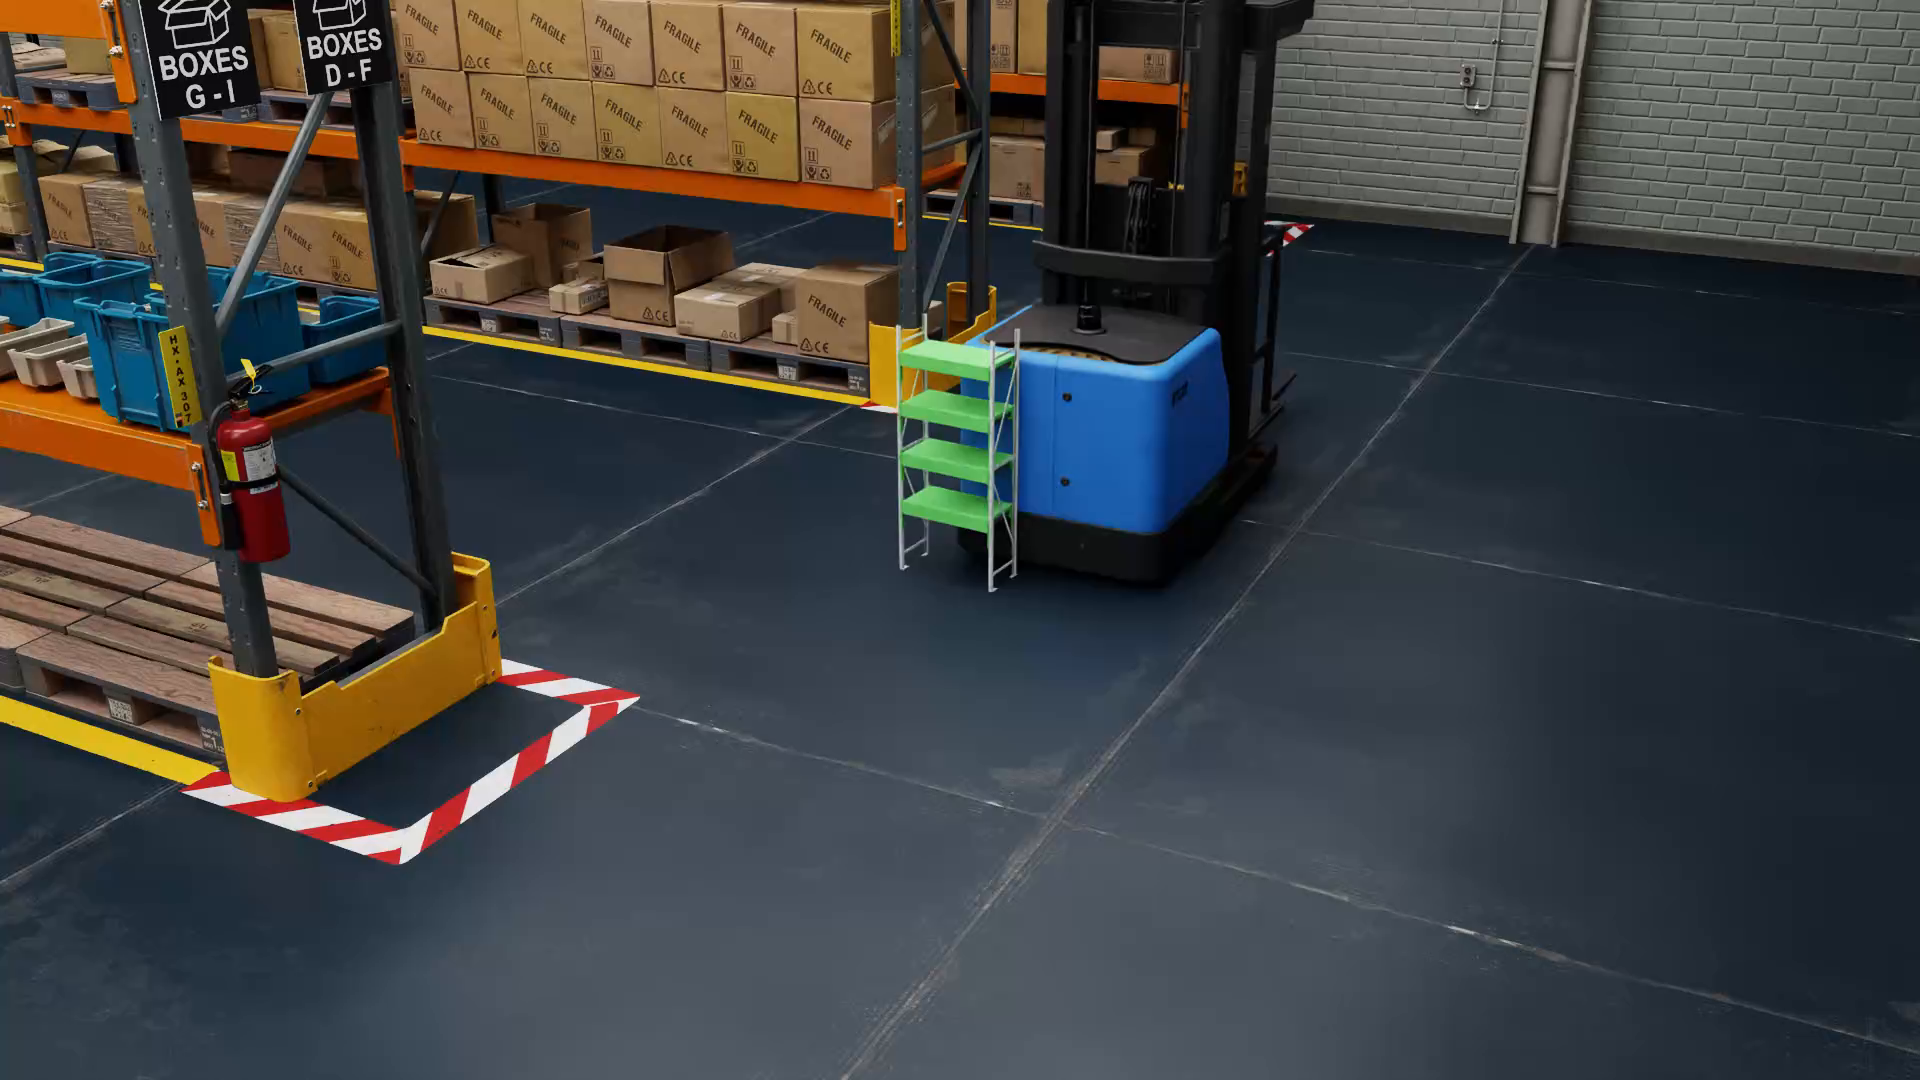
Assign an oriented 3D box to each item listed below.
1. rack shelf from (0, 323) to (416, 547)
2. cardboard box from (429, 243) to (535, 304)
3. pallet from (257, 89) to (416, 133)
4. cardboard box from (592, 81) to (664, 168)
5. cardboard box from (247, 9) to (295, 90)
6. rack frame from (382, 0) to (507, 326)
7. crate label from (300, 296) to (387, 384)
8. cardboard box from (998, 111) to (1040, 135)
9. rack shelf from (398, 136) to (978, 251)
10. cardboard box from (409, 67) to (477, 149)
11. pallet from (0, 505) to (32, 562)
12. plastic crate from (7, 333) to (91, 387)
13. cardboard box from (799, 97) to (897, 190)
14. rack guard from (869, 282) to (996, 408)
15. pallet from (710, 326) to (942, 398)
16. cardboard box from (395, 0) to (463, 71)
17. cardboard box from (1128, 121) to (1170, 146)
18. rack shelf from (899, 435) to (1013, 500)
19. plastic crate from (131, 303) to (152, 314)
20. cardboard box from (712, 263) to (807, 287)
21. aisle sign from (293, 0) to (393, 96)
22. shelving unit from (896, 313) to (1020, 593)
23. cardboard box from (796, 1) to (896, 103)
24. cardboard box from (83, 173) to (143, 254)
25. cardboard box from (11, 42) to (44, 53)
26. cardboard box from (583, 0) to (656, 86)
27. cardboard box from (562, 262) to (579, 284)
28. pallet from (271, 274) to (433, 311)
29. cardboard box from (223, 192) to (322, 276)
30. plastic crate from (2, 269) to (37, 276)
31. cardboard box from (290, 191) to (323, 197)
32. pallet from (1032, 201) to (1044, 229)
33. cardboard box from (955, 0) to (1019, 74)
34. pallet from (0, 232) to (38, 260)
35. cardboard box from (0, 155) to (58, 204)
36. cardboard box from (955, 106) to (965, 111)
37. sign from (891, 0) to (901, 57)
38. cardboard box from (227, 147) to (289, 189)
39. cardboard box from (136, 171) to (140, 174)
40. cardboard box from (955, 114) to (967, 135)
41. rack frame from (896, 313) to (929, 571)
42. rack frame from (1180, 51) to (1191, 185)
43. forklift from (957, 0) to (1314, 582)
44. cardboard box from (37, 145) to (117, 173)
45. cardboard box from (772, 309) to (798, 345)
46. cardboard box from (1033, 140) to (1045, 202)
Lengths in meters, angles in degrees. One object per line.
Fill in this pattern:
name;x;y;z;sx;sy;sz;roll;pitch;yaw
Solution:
rack shelf;-4.113;-0.677;6.928;4.000;0.370;1.077;11;25;25
cardboard box;-3.382;-1.906;11.772;0.500;0.311;0.500;11;25;25
pallet;-4.323;-3.181;12.143;1.213;0.211;1.003;11;25;25
cardboard box;-1.969;-2.683;10.599;0.500;0.500;0.500;11;25;24
cardboard box;-5.264;-3.620;12.265;0.500;0.500;0.700;5;24;11
rack frame;-3.659;-3.090;11.684;0.127;3.000;1.000;11;25;25
crate label;-2.400;-0.764;6.350;0.303;0.233;0.416;11;25;25
cardboard box;0.542;-3.816;15.218;0.250;0.149;0.380;11;26;25
rack shelf;-1.874;-2.406;10.994;4.000;0.370;1.077;11;25;25
cardboard box;-3.327;-2.951;11.229;0.500;0.500;0.500;12;26;26
pallet;-5.224;0.039;7.889;1.213;0.211;1.003;11;25;25
plastic crate;-3.389;-0.698;6.318;0.243;0.136;0.396;11;25;25
cardboard box;-0.612;-2.414;9.966;0.500;0.500;0.500;12;26;26
rack guard;-0.157;-1.247;10.543;0.348;0.500;1.175;11;25;25
pallet;-0.869;-1.254;10.930;1.213;0.211;1.003;11;25;25
cardboard box;-3.366;-3.415;11.042;0.500;0.500;0.500;12;26;26
cardboard box;1.674;-3.593;14.693;0.250;0.149;0.380;11;26;25
rack shelf;-0.010;-0.338;7.674;0.480;0.148;0.258;13;26;28
plastic crate;-3.254;-0.925;6.852;0.298;0.136;0.250;11;25;25
cardboard box;-1.339;-1.693;11.349;0.500;0.250;0.500;11;25;25
aisle sign;-2.130;-1.942;5.662;0.004;0.787;0.394;11;25;25
shelving unit;-0.010;-0.397;7.649;0.503;1.200;0.258;13;26;28
cardboard box;-0.611;-2.873;9.766;0.500;0.500;0.500;11;25;24
cardboard box;-6.482;-2.578;13.111;0.500;0.500;0.500;10;25;23
cardboard box;-7.940;-3.981;13.892;0.500;0.311;0.500;11;25;24
cardboard box;-1.985;-3.142;10.400;0.500;0.500;0.500;12;26;26
cardboard box;-2.661;-1.934;12.045;0.250;0.149;0.380;11;25;25
pallet;-4.402;-1.937;12.536;1.213;0.211;1.003;11;25;25
cardboard box;-5.114;-2.308;12.477;0.500;0.500;0.500;12;26;25
plastic crate;-4.208;-1.065;7.181;0.466;0.136;0.293;11;25;25
cardboard box;-4.905;-2.494;12.914;0.500;0.500;0.500;12;26;25
pallet;1.393;-2.945;14.906;1.213;0.211;1.003;11;25;25
cardboard box;0.352;-4.602;14.854;0.700;0.700;0.980;10;25;22
pallet;-7.946;-2.672;14.264;1.213;0.211;1.003;11;25;25
cardboard box;-7.808;-2.989;13.706;0.500;0.311;0.500;12;26;26
cardboard box;-0.140;-3.951;15.536;0.250;0.149;0.380;10;25;23
sign;-0.358;-2.872;9.287;0.005;0.325;0.100;11;25;25
cardboard box;-5.321;-2.923;12.964;0.500;0.250;0.500;11;25;24
cardboard box;-6.288;-2.766;13.552;0.500;0.500;0.500;12;26;27
cardboard box;-0.117;-3.778;15.130;0.250;0.149;0.380;10;25;23
rack frame;-0.219;-0.446;7.765;0.015;1.200;0.240;13;26;28
rack frame;2.142;-4.115;14.092;0.127;3.000;1.000;11;25;25
forklift;1.083;-1.697;8.496;1.130;2.935;3.031;11;25;24
cardboard box;-7.564;-3.178;14.149;0.500;0.311;0.500;12;26;26
cardboard box;-1.007;-1.395;10.757;0.250;0.166;0.380;11;25;25
cardboard box;1.026;-3.335;14.916;0.500;0.500;0.700;11;25;24
